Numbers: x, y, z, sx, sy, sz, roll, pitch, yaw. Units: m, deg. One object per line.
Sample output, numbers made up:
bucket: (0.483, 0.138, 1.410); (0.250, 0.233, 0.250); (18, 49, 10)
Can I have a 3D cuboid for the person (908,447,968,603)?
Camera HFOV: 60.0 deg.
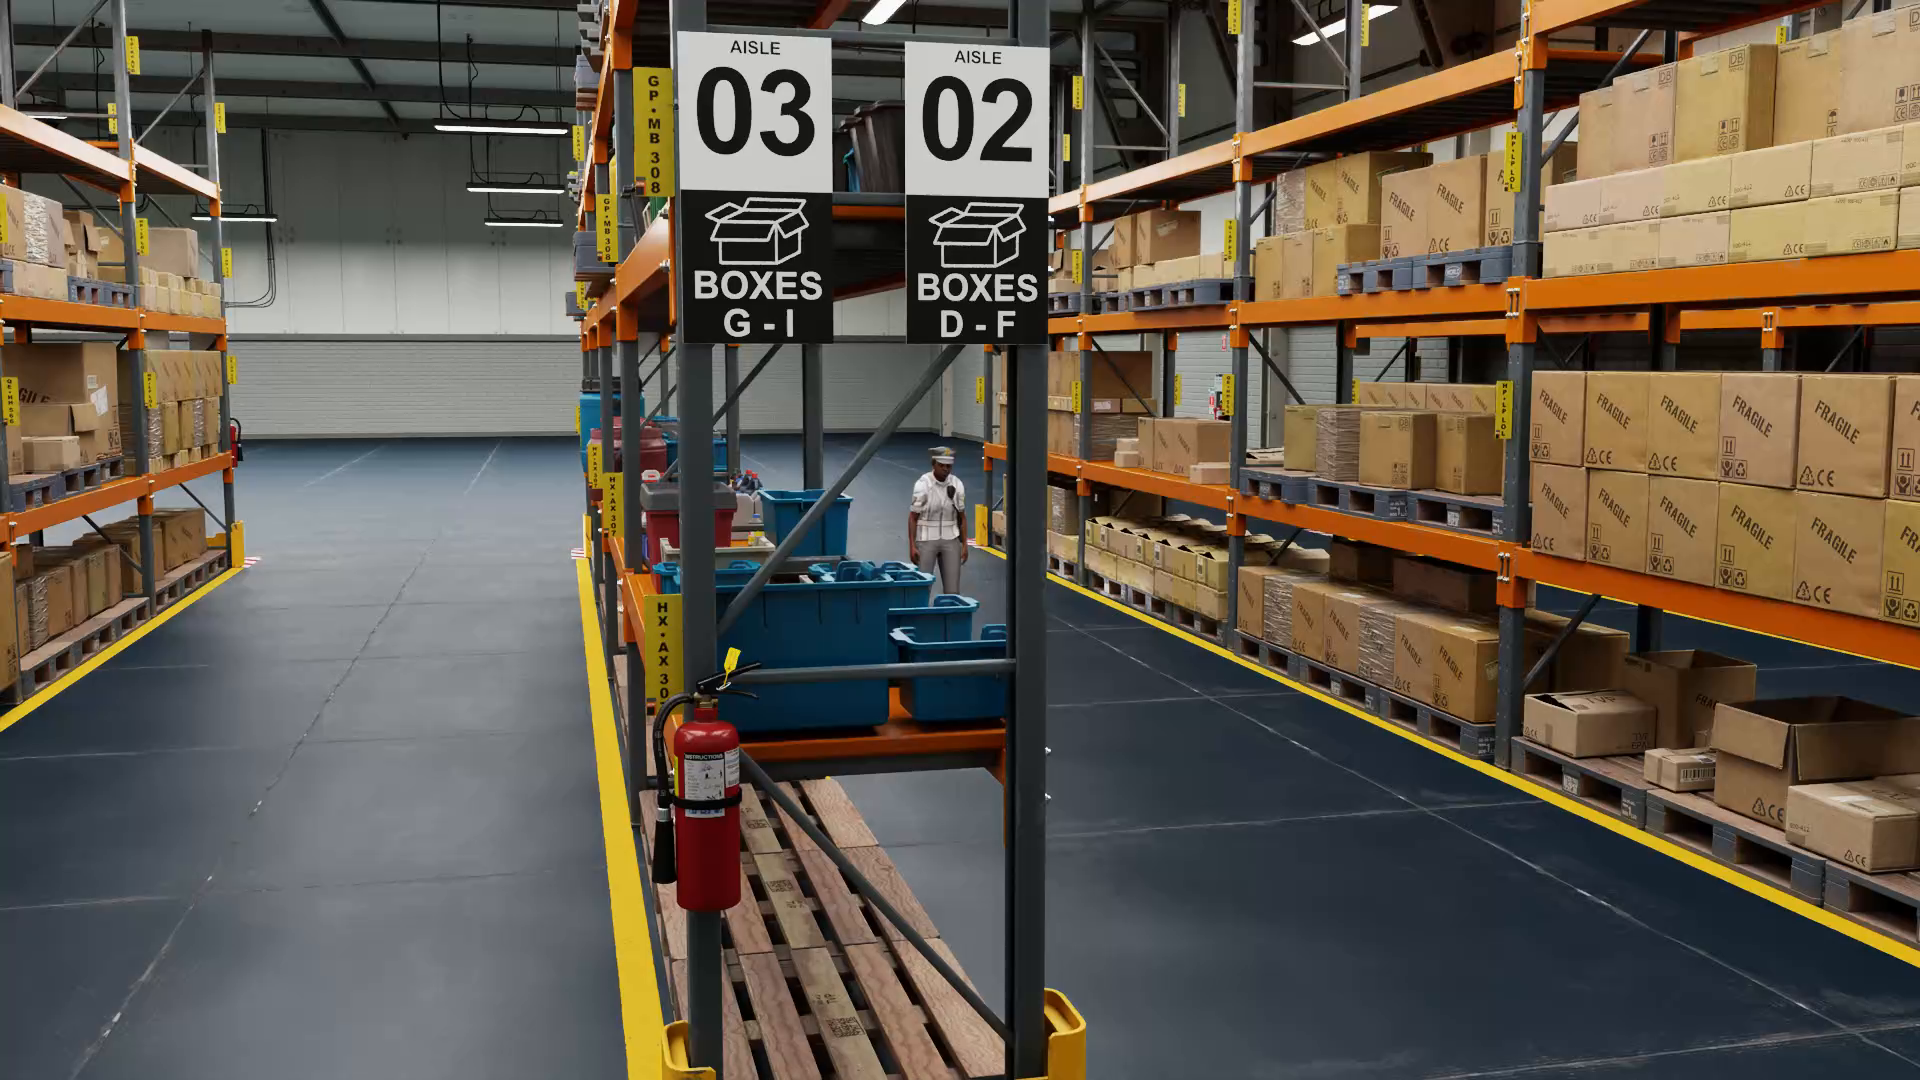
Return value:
person: (-0.184, 0.061, 13.633); (0.518, 1.658, 0.399); (-2, 6, -15)
